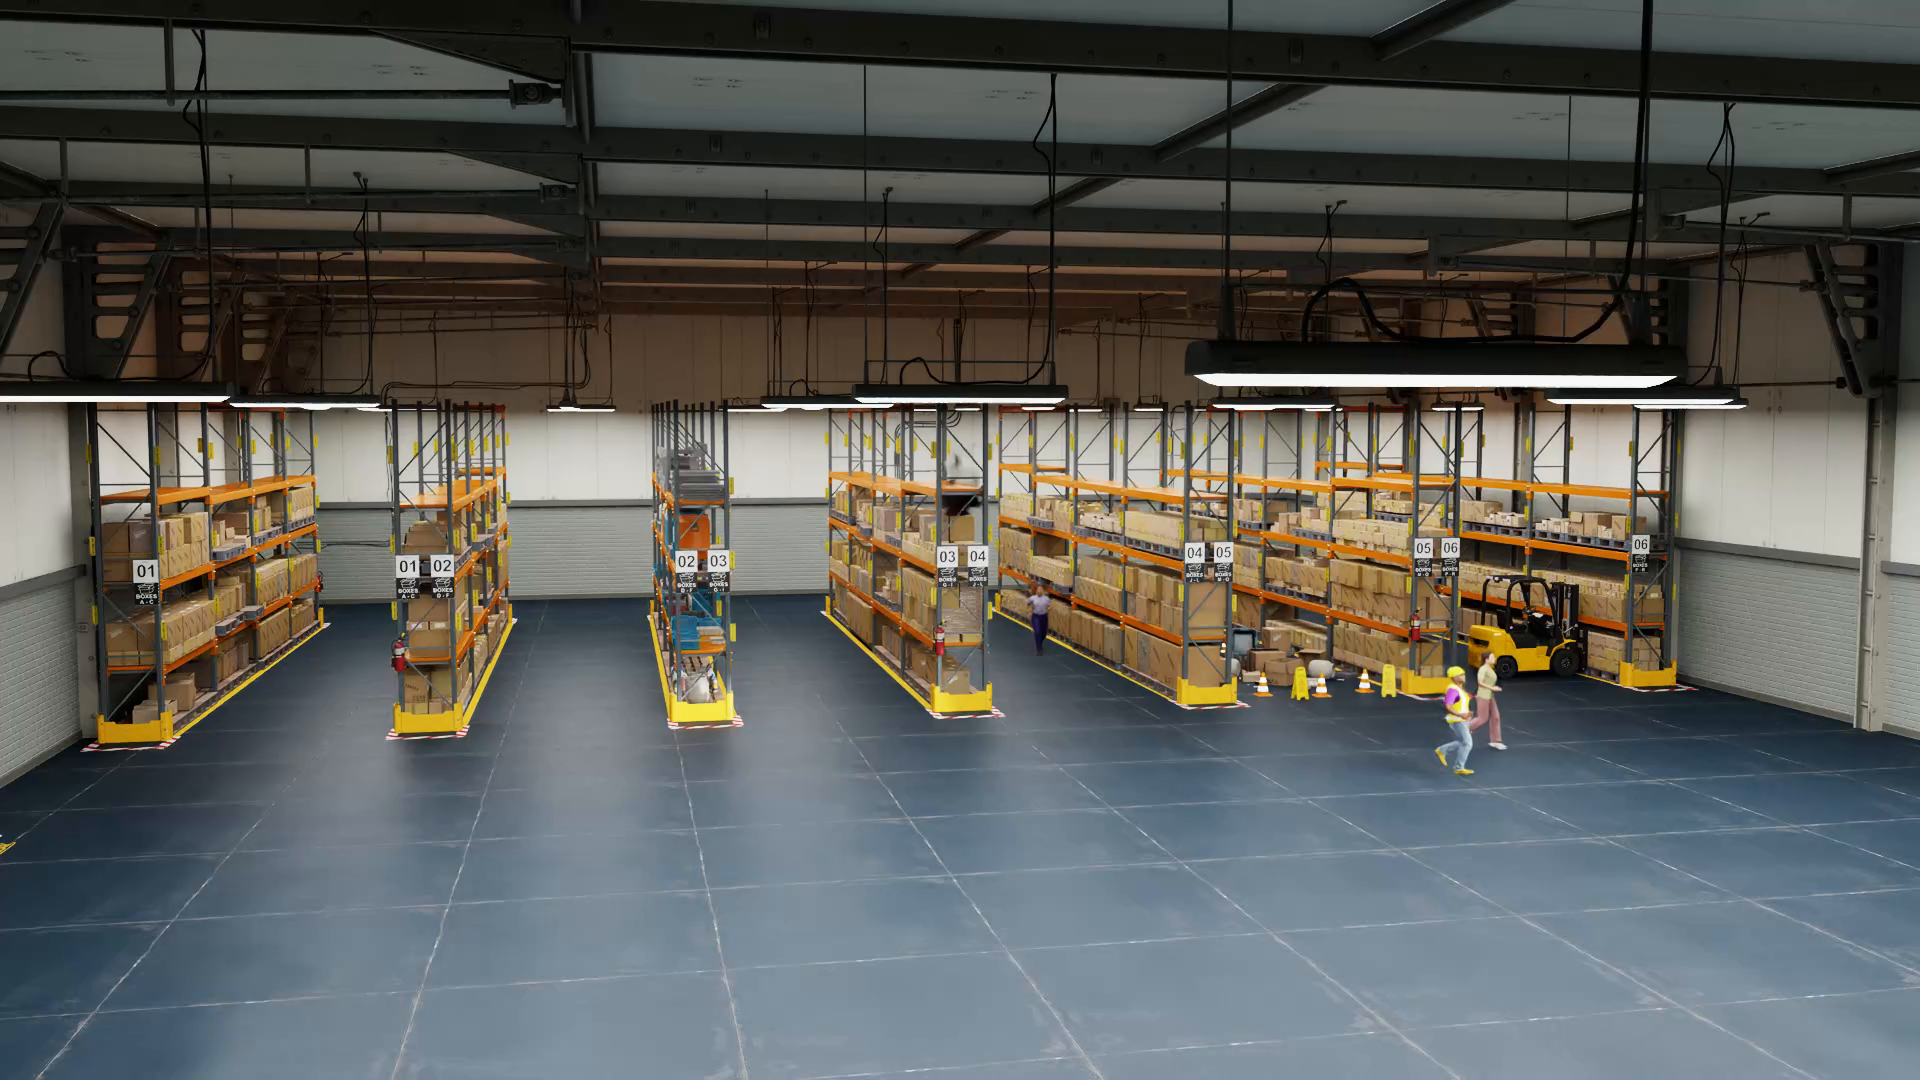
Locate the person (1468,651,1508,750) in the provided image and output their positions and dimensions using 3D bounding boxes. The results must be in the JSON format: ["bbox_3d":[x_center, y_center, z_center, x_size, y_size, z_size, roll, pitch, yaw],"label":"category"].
[{"bbox_3d":[9.010,2.735,28.587,0.846,1.686,0.597,3,5,33],"label":"person"}]

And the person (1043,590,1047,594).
[{"bbox_3d":[2.621,1.136,49.960,0.722,1.742,0.787,-4,6,-41],"label":"person"}]

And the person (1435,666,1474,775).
[{"bbox_3d":[7.882,2.868,26.487,0.625,1.713,0.700,2,5,24],"label":"person"}]

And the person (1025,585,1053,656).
[{"bbox_3d":[1.905,1.895,39.698,0.608,1.632,0.943,-1,4,-13],"label":"person"}]
